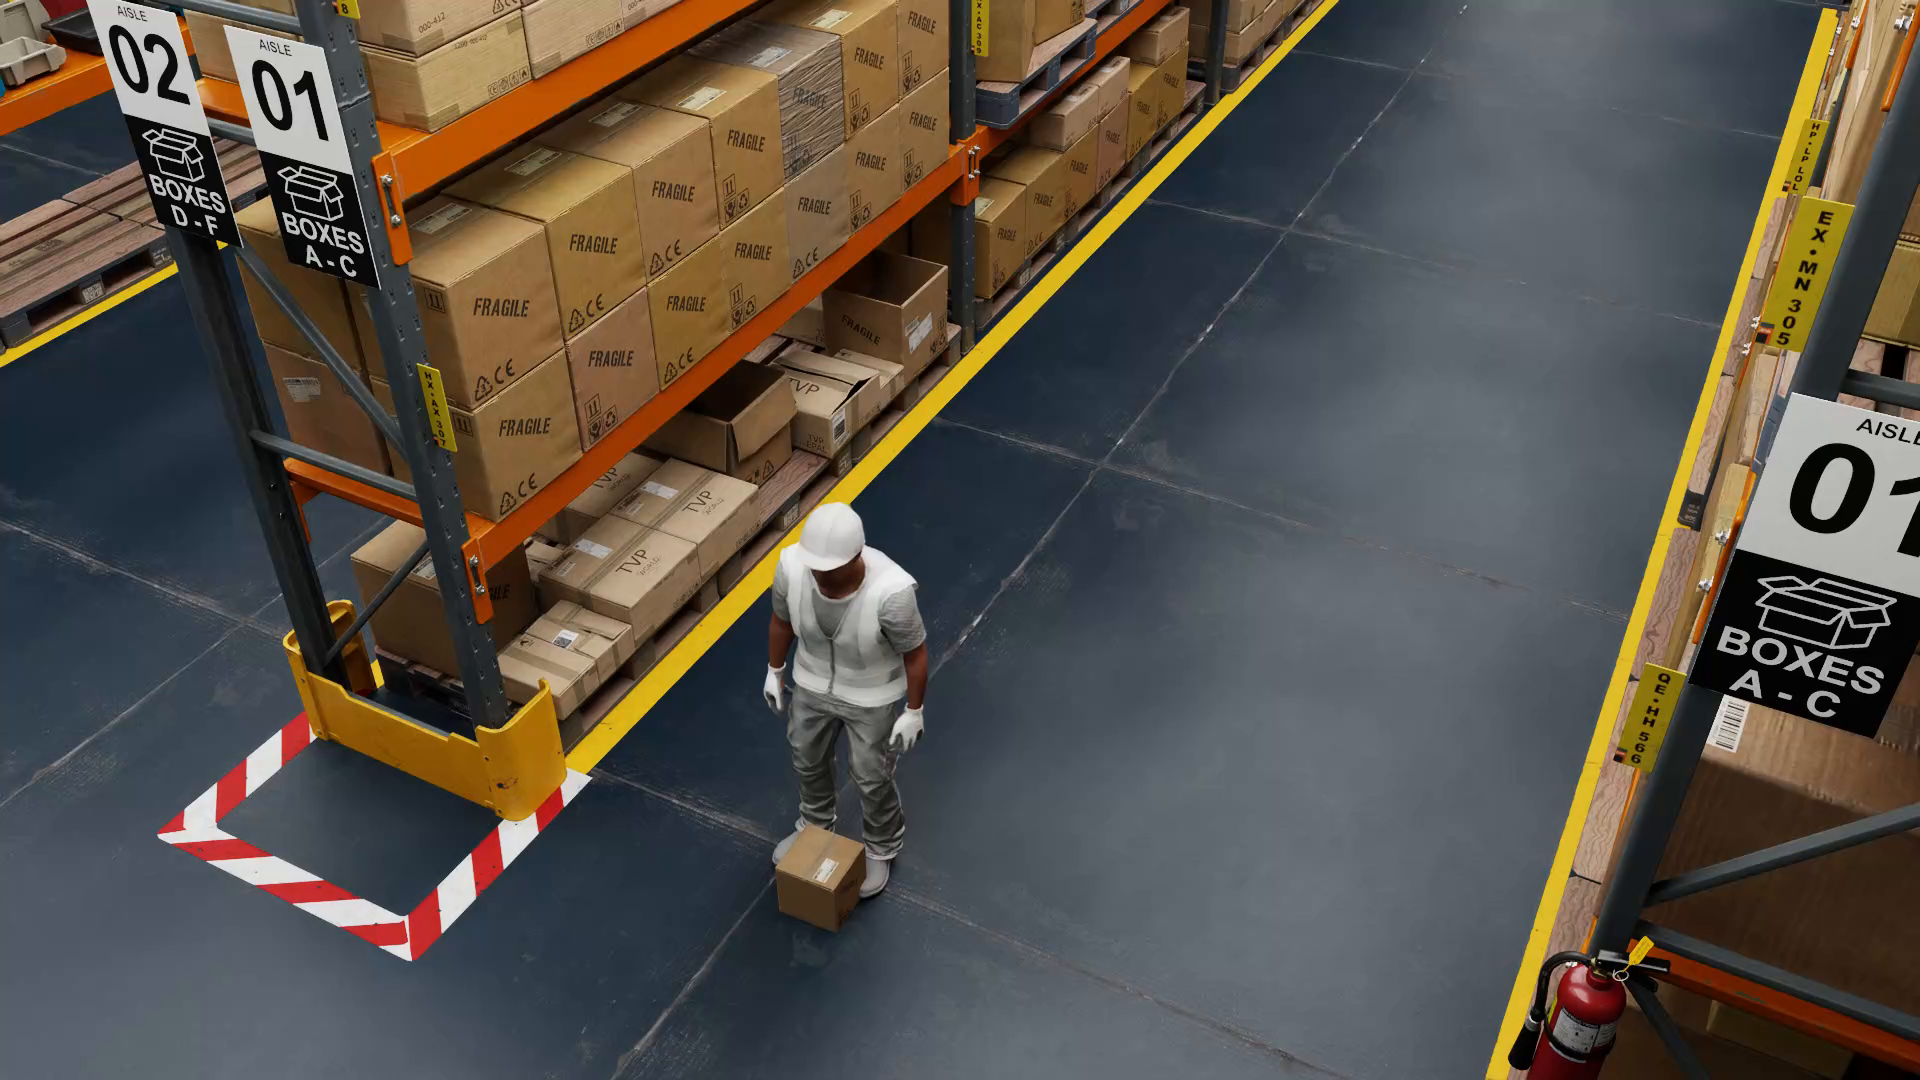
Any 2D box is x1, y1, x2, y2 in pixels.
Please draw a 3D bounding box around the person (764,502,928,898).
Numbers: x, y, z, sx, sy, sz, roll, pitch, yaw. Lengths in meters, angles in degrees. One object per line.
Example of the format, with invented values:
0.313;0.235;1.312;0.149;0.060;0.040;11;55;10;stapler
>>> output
-0.417;0.559;6.016;0.627;1.774;0.450;15;40;19;person
